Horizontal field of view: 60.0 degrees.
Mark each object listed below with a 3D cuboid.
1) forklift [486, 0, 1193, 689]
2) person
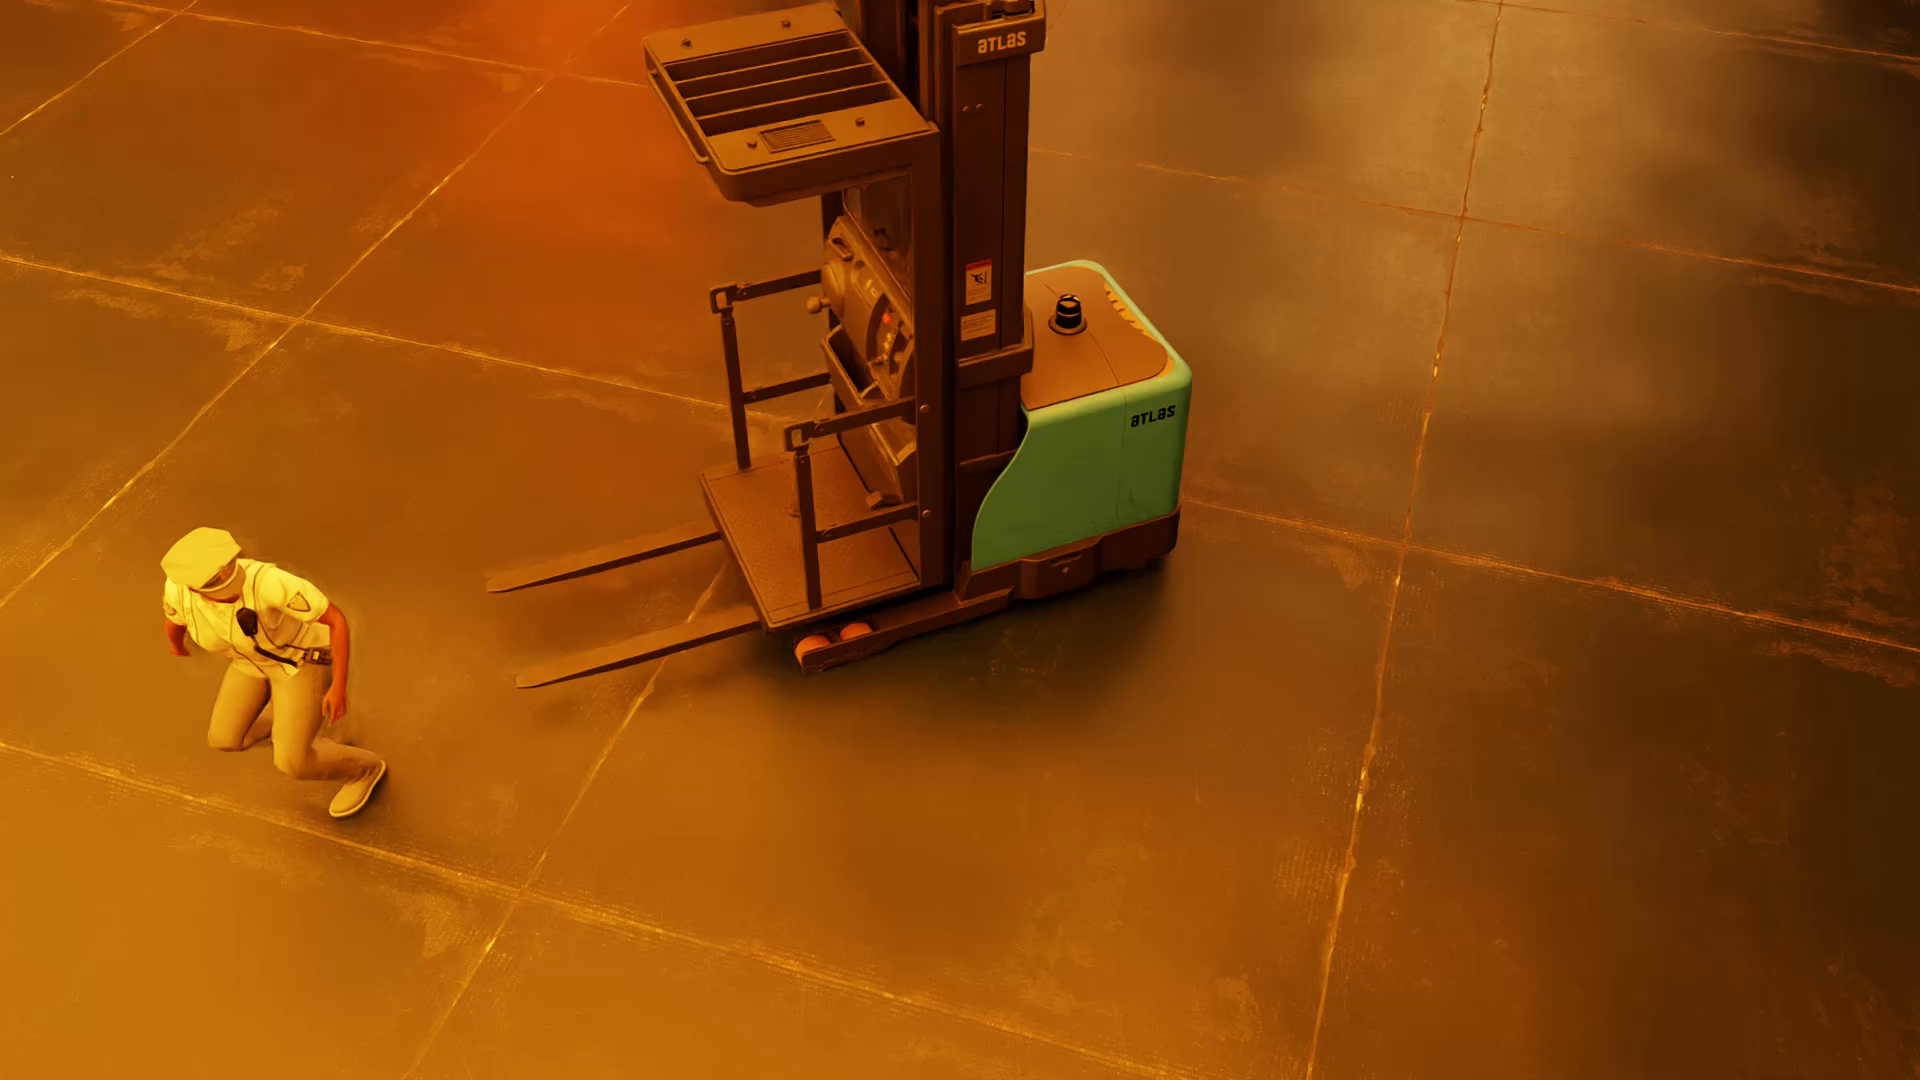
[{"bbox_3d":[-0.562,-0.909,6.666,3.031,2.935,1.130,-16,45,-16],"label":"forklift"},{"bbox_3d":[-2.642,0.467,6.282,0.876,1.502,0.540,11,44,11],"label":"person"}]
